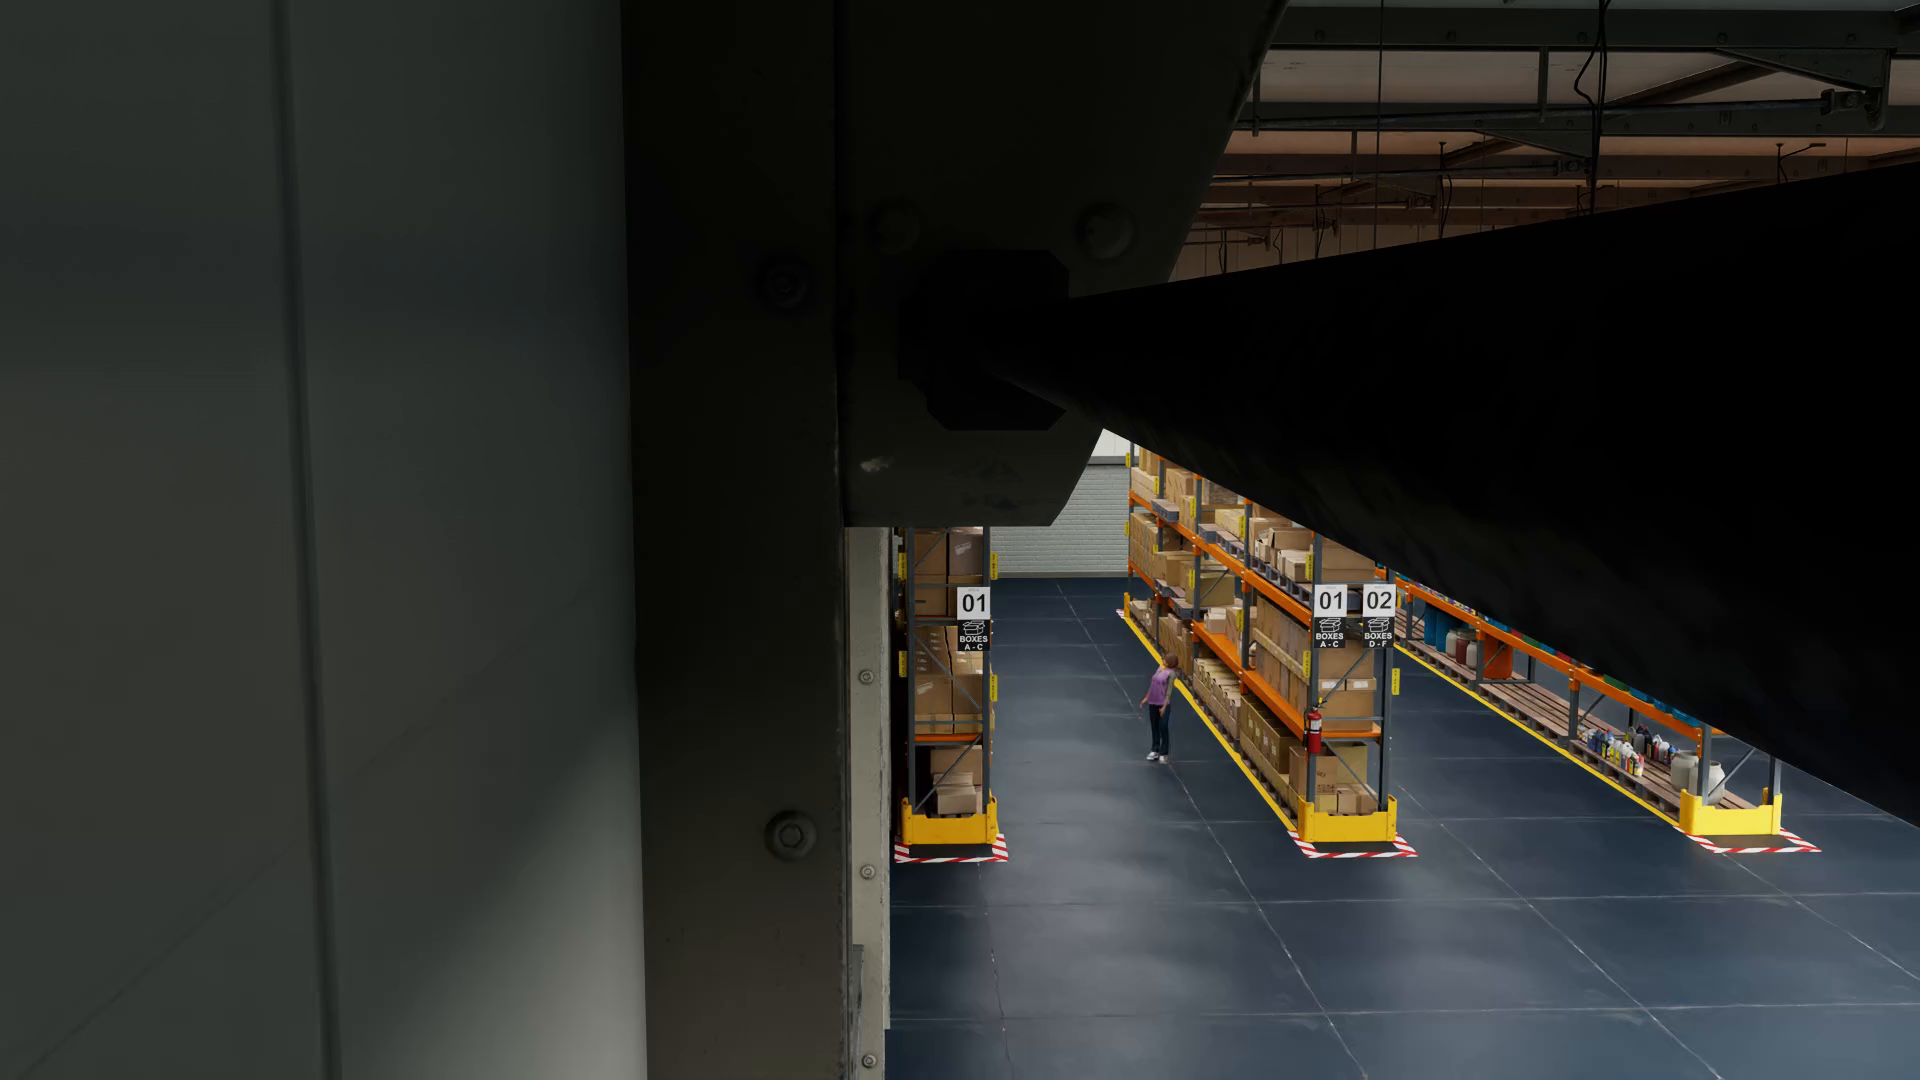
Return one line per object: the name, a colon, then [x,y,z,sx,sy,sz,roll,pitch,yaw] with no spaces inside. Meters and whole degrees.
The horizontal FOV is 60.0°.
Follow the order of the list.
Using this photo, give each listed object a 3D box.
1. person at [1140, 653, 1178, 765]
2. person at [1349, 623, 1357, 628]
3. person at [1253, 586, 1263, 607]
person: [2.920,2.458,24.390,0.500,1.603,0.494,-7,10,-43]
person: [6.341,2.052,26.918,0.528,1.617,0.976,0,7,0]
person: [6.613,0.755,36.689,0.686,1.789,0.470,-5,9,-32]
